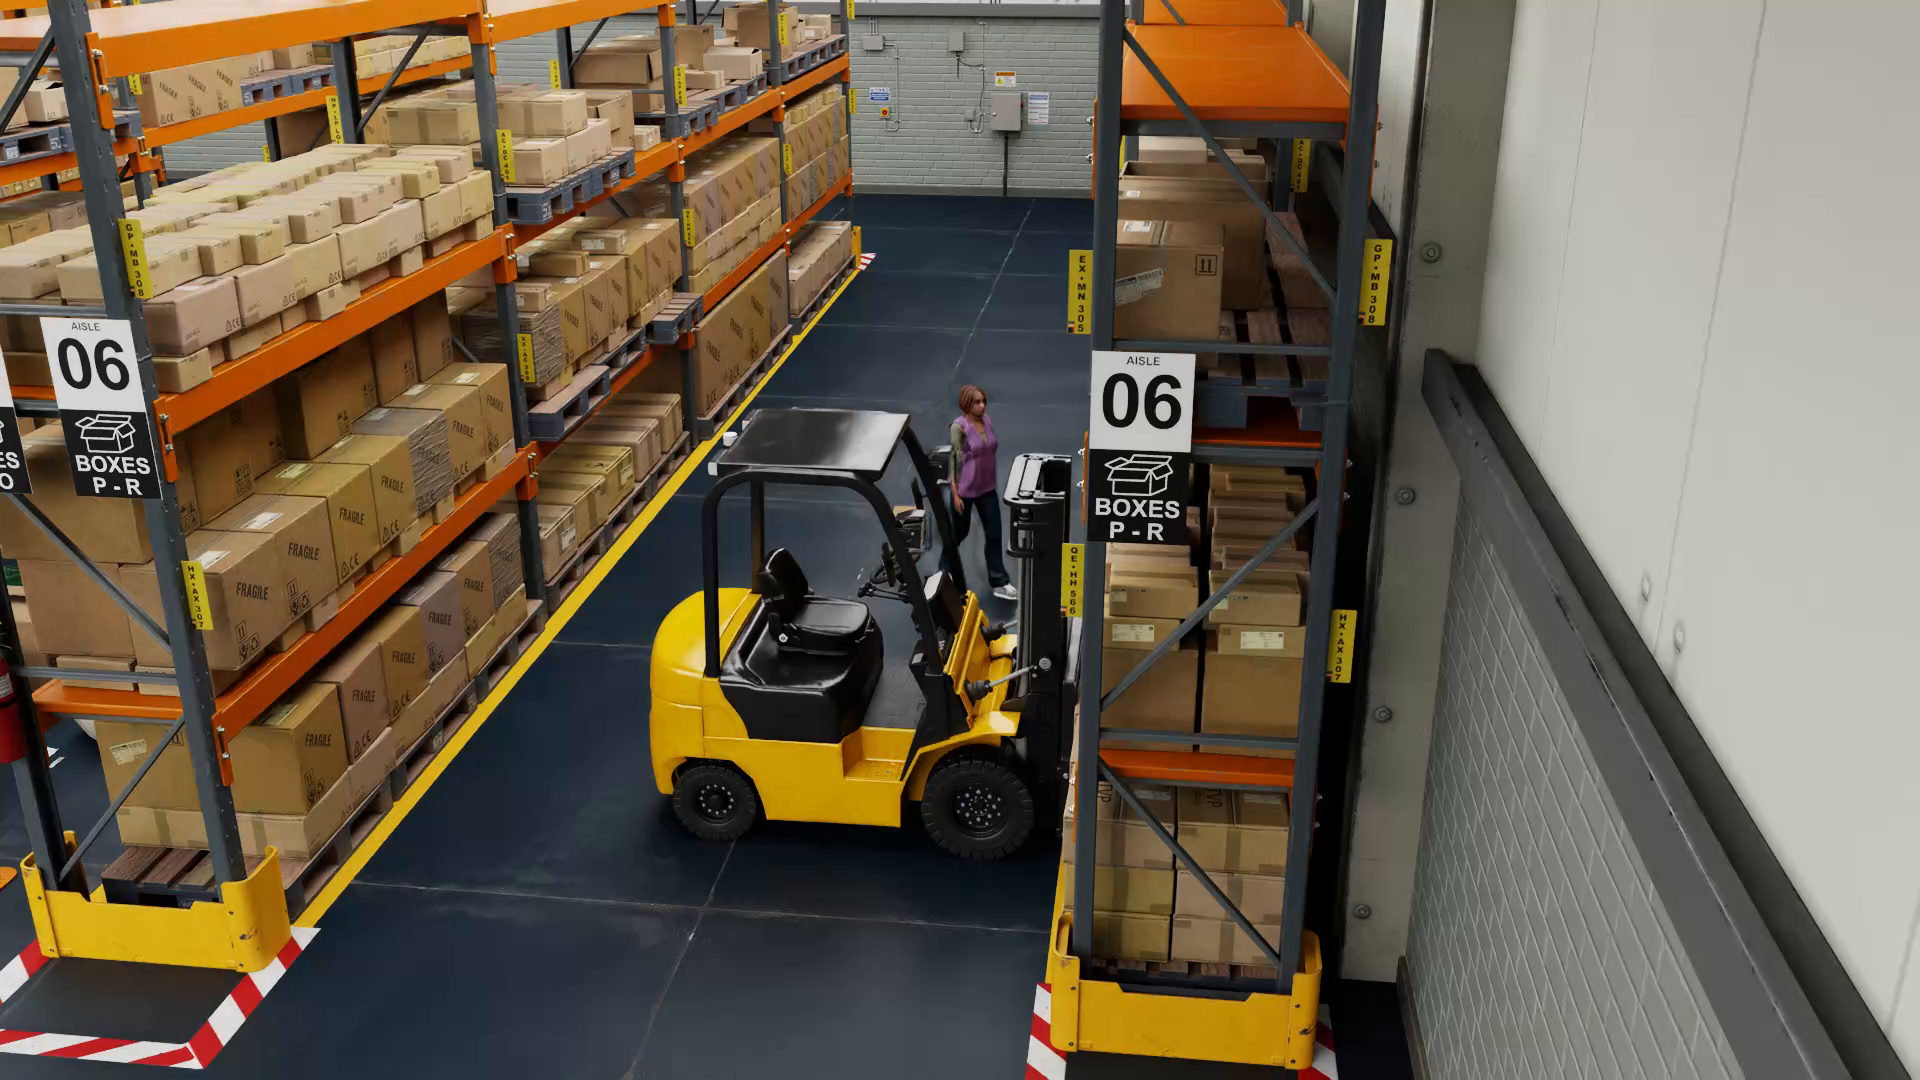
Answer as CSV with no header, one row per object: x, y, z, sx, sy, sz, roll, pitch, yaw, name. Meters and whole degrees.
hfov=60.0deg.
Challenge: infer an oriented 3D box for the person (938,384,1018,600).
0.123,-0.346,11.955,0.421,1.573,0.764,-18,28,-38,person
